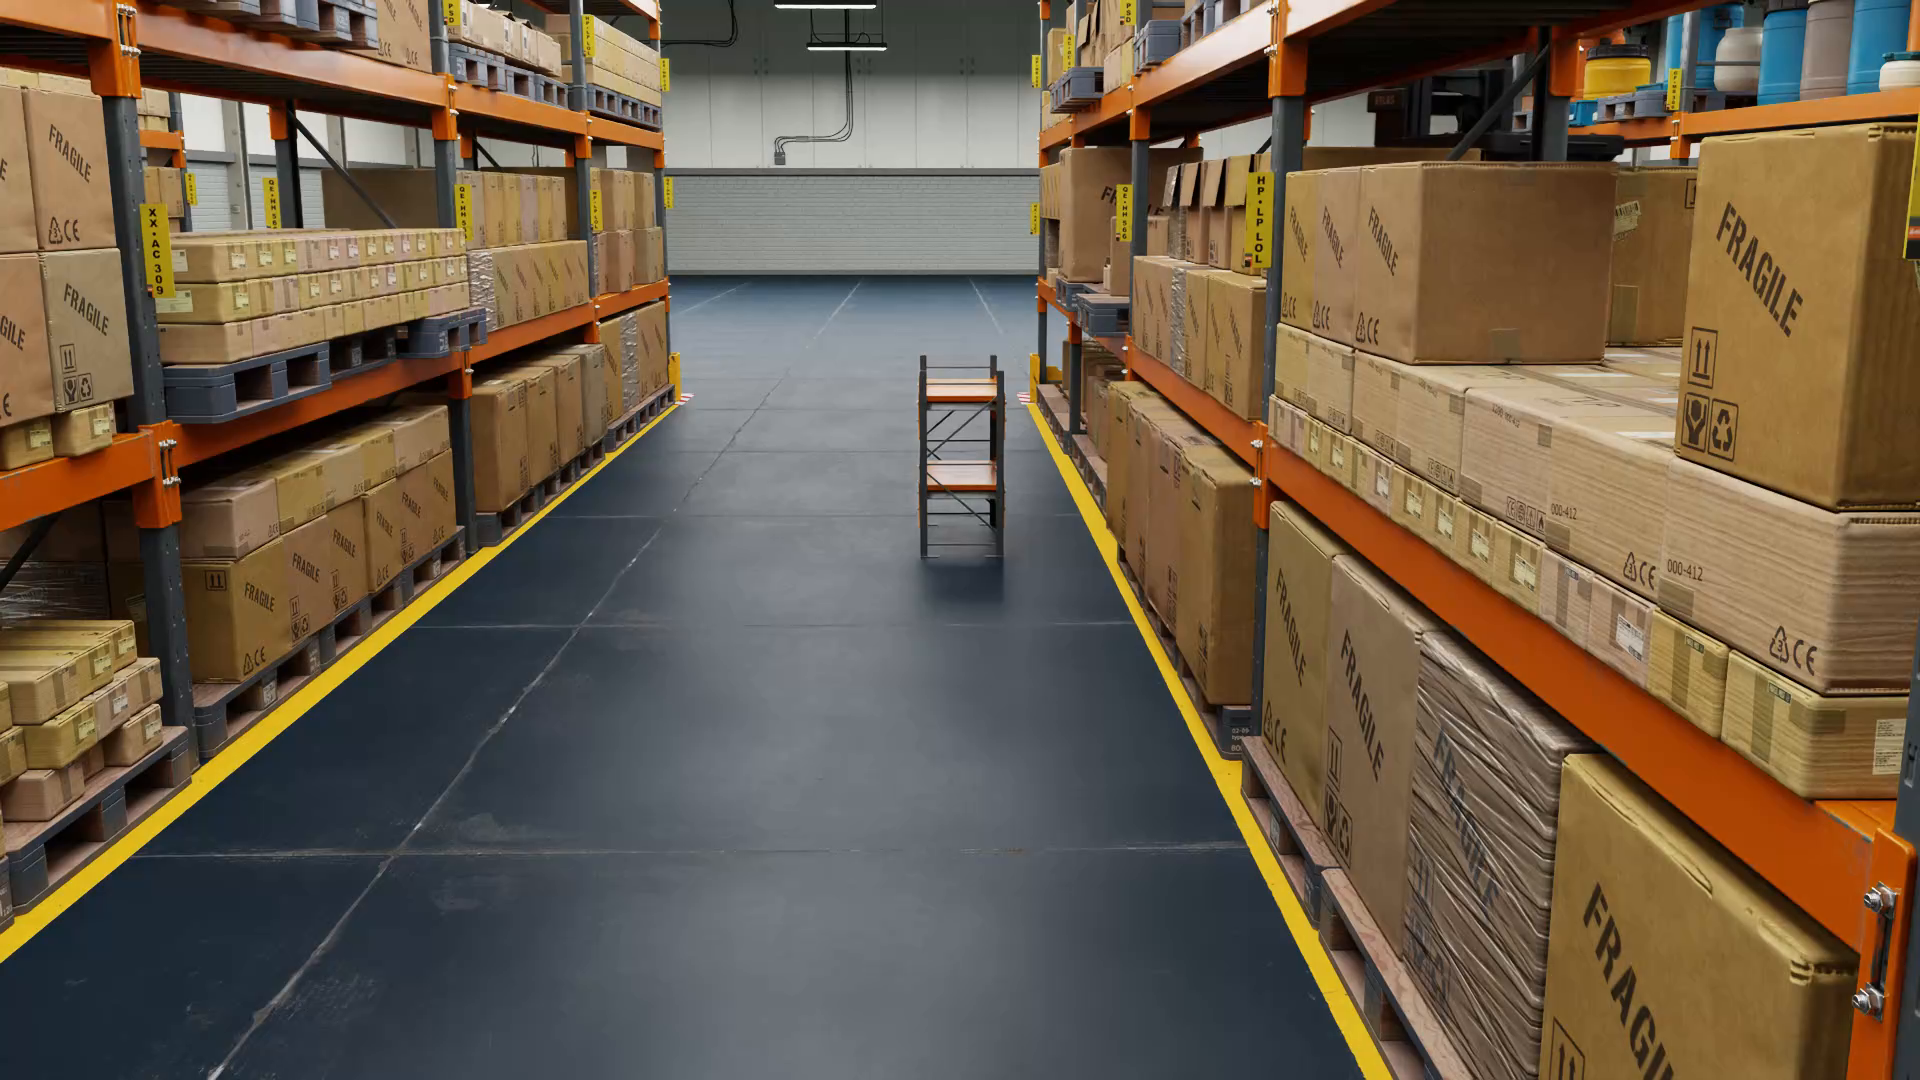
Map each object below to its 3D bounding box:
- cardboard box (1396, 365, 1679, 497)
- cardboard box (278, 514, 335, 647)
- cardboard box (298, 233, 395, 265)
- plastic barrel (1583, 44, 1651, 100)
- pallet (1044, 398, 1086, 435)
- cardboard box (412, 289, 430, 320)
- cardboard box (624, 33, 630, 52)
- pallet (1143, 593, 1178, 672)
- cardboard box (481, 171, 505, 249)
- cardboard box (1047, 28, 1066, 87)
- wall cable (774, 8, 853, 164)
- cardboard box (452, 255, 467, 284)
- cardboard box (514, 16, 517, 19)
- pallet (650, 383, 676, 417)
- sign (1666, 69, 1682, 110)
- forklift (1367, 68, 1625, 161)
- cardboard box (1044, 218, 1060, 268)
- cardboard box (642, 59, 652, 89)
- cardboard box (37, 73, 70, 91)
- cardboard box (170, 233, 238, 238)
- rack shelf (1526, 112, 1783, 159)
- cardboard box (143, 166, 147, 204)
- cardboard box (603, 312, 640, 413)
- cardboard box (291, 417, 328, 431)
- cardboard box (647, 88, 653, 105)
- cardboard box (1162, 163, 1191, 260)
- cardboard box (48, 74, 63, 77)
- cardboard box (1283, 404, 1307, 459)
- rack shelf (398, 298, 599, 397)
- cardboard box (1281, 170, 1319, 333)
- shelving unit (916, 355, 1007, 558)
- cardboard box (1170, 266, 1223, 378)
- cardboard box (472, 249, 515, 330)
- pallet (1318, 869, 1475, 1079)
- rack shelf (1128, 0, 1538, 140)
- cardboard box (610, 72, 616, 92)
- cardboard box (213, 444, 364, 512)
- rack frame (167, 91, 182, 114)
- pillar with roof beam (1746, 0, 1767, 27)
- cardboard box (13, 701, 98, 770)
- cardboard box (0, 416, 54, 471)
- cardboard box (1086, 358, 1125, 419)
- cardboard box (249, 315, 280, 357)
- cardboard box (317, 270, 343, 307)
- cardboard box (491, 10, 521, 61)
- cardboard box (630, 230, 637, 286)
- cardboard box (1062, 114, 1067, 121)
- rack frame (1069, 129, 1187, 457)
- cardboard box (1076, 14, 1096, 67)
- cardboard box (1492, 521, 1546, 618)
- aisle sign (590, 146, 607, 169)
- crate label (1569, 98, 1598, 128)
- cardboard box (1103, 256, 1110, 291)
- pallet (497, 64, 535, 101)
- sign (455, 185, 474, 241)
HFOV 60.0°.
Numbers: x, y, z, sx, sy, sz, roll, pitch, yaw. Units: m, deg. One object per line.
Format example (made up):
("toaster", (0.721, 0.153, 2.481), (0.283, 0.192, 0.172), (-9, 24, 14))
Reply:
("cardboard box", (1.361, -0.268, 3.966), (0.500, 0.250, 0.500), (0, 11, -1))
("cardboard box", (-3.135, 0.176, 7.378), (0.500, 0.500, 0.500), (0, 11, 1))
("cardboard box", (-2.962, -1.407, 8.029), (0.380, 0.149, 0.250), (0, 11, 2))
("plastic barrel", (6.443, -4.538, 16.310), (0.600, 0.588, 0.600), (0, 11, 0))
("pallet", (1.346, -1.191, 15.896), (1.003, 0.211, 1.213), (0, 11, -1))
("cardboard box", (-2.974, -1.222, 8.612), (0.380, 0.149, 0.250), (0, 11, -2))
("cardboard box", (-3.237, -4.549, 15.212), (0.380, 0.149, 0.250), (0, 11, -1))
("pallet", (1.469, 0.380, 8.155), (1.003, 0.211, 1.213), (0, 11, -1))
("cardboard box", (-3.479, -2.216, 11.172), (0.700, 0.500, 0.500), (0, 11, -2))
("cardboard box", (1.102, -4.589, 15.835), (0.500, 0.500, 0.500), (0, 11, -1))
("wall cable", (-4.283, -13.969, 48.228), (2.305, 6.003, 0.169), (0, 11, -1))
("cardboard box", (-2.989, -1.517, 9.322), (0.380, 0.149, 0.250), (0, 11, 0))
("cardboard box", (-3.864, -4.244, 13.710), (0.380, 0.149, 0.250), (0, 11, -2))
("pallet", (-3.525, -1.450, 17.177), (1.003, 0.211, 1.213), (0, 11, -1))
("sign", (5.825, -3.675, 13.564), (0.100, 0.325, 0.005), (0, 11, -1))
("forklift", (3.328, -1.456, 10.363), (1.130, 2.935, 3.031), (-6, 13, -27))
("cardboard box", (1.325, -3.061, 17.104), (0.875, 0.500, 0.500), (0, 11, -1))
("cardboard box", (-3.321, -4.577, 16.353), (0.500, 0.250, 0.500), (0, 11, -1))
("cardboard box", (-8.237, -3.973, 14.683), (0.500, 0.250, 0.500), (0, 11, -1))
("cardboard box", (-3.609, -1.356, 7.778), (0.380, 0.149, 0.250), (0, 11, -2))
("rack shelf", (6.334, -3.716, 15.597), (1.077, 0.370, 4.000), (0, 11, -1))
("cardboard box", (-8.222, -3.318, 15.853), (0.700, 0.500, 0.500), (0, 11, -2))
("cardboard box", (-3.503, -1.649, 15.432), (0.875, 0.875, 0.875), (0, 11, -1))
("cardboard box", (-3.672, -0.495, 8.798), (0.500, 0.250, 0.500), (0, 11, -2))
("cardboard box", (-3.264, -4.411, 16.539), (0.380, 0.149, 0.250), (0, 11, 0))
("cardboard box", (1.505, -1.781, 9.018), (0.797, 0.503, 0.637), (0, 11, 1))
("cardboard box", (-8.246, -4.200, 14.800), (0.380, 0.149, 0.250), (0, 11, -2))
("cardboard box", (1.268, -0.355, 5.396), (0.380, 0.149, 0.250), (-1, 11, -3))
("rack shelf", (-3.496, -1.430, 11.874), (1.077, 0.370, 4.000), (0, 11, -1))
("cardboard box", (1.343, -0.934, 5.361), (0.500, 0.500, 0.500), (0, 11, -1))
("shelving unit", (0.000, -0.550, 10.441), (0.538, 1.125, 1.048), (0, 11, -1))
("cardboard box", (1.280, -1.033, 7.855), (0.500, 0.500, 0.500), (0, 11, -1))
("cardboard box", (-3.207, -1.626, 10.776), (0.500, 0.500, 0.500), (0, 11, -2))
("pallet", (1.554, 1.171, 4.257), (1.003, 0.211, 1.213), (0, 11, -1))
("rack shelf", (1.548, -2.105, 7.658), (1.077, 0.370, 4.000), (0, 11, -1))
("cardboard box", (-3.221, -4.007, 14.544), (0.380, 0.149, 0.250), (0, 11, -2))
("cardboard box", (-3.143, -0.294, 7.807), (0.500, 0.250, 0.500), (0, 11, 1))
("rack frame", (-8.567, -5.875, 16.886), (1.000, 3.000, 0.127), (0, 11, -1))
("pillar with roof beam", (12.401, -9.402, 34.269), (9.100, 9.000, 0.548), (0, 11, -1))
("cardboard box", (-3.007, 0.624, 5.306), (0.380, 0.149, 0.250), (-1, 11, -3))
("cardboard box", (-3.072, -0.307, 5.160), (0.380, 0.149, 0.250), (0, 11, 1))
("cardboard box", (1.436, -1.355, 14.924), (0.500, 0.500, 0.500), (4, 12, 17))
("cardboard box", (-2.932, -0.808, 6.574), (0.380, 0.149, 0.250), (0, 11, 0))
("cardboard box", (-2.947, -1.107, 7.298), (0.380, 0.149, 0.250), (0, 11, 1))
("cardboard box", (-3.271, -3.413, 11.209), (0.500, 0.311, 0.500), (0, 11, -2))
("cardboard box", (-3.648, -2.754, 16.214), (0.875, 0.550, 0.550), (0, 11, -1))
("cardboard box", (1.153, -3.771, 14.434), (0.500, 0.250, 0.500), (0, 11, 0))
("rack frame", (1.424, -2.181, 13.763), (1.000, 3.000, 0.127), (0, 11, -1))
("cardboard box", (1.334, -3.813, 12.951), (0.797, 0.503, 0.637), (-1, 11, -4))
("cardboard box", (1.312, 0.055, 3.373), (0.380, 0.149, 0.250), (0, 11, -2))
("aisle sign", (-3.922, -4.262, 17.486), (0.394, 0.787, 0.004), (0, 11, -1))
("crate label", (6.001, -4.020, 15.659), (0.502, 0.251, 0.408), (0, 11, -1))
("cardboard box", (1.202, -1.856, 11.444), (0.396, 0.266, 0.258), (-1, 11, -3))
("pallet", (-3.547, -3.113, 11.289), (1.003, 0.211, 1.213), (0, 11, 1))
("sign", (-2.912, -1.918, 9.756), (0.100, 0.325, 0.005), (0, 11, -1))
